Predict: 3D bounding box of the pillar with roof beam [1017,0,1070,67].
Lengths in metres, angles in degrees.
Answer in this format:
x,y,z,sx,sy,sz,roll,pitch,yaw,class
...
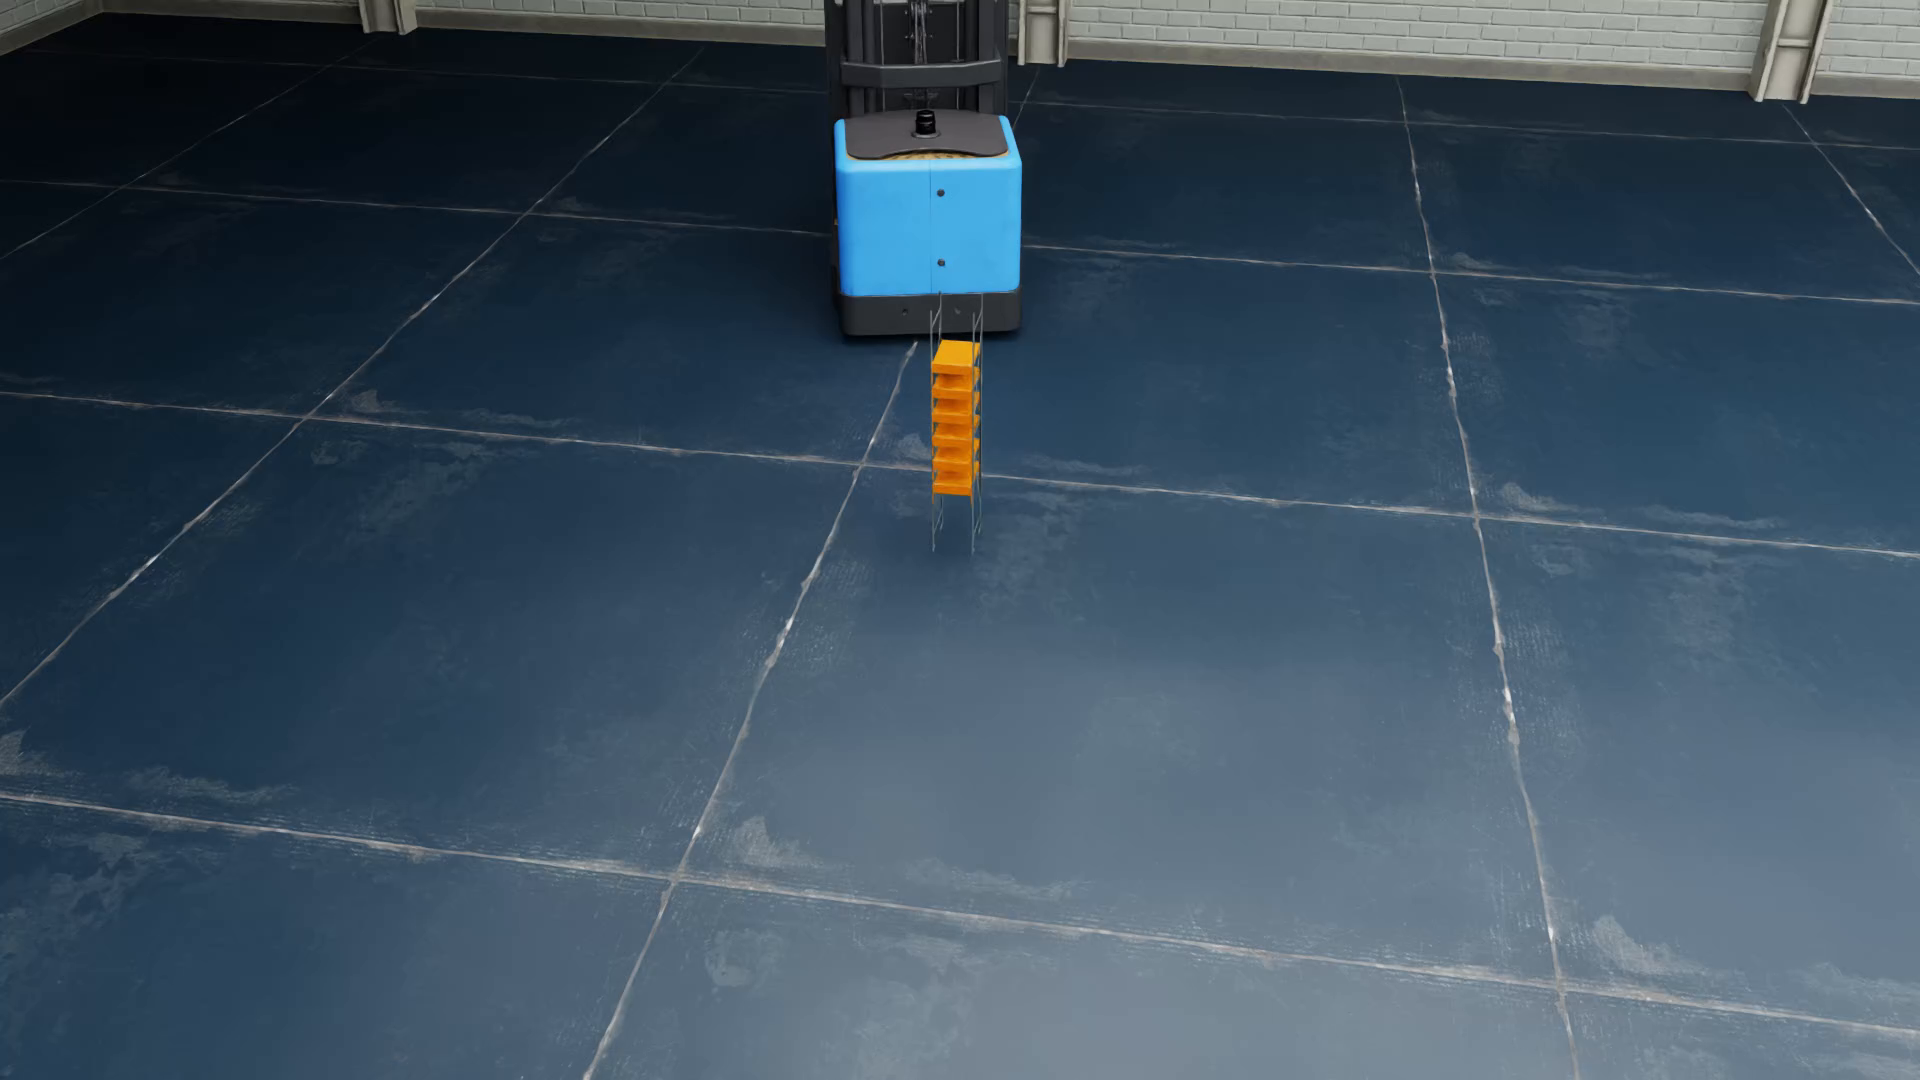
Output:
x,y,z,sx,sy,sz,roll,pitch,yaw,class
-0.010,-5.697,8.370,0.400,9.000,9.100,5,32,8,pillar with roof beam

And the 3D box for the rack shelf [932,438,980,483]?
x,y,z,sx,sy,sz,roll,pitch,yaw,class
-0.014,-0.370,7.521,0.180,0.103,0.258,5,32,8,rack shelf

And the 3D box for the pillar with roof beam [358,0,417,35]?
x,y,z,sx,sy,sz,roll,pitch,yaw,class
-5.925,-6.232,9.226,0.400,9.000,9.100,5,32,8,pillar with roof beam

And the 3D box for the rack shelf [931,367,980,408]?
x,y,z,sx,sy,sz,roll,pitch,yaw,class
-0.014,-0.676,7.330,0.180,0.103,0.258,5,32,8,rack shelf

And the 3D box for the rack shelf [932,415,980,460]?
x,y,z,sx,sy,sz,roll,pitch,yaw,class
-0.014,-0.472,7.457,0.180,0.103,0.258,5,32,8,rack shelf

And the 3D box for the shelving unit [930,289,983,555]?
x,y,z,sx,sy,sz,roll,pitch,yaw,class
-0.014,-0.510,7.434,0.189,1.200,0.258,5,32,8,shelving unit

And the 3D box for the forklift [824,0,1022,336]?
x,y,z,sx,sy,sz,roll,pitch,yaw,class
-0.276,-3.163,10.041,1.130,2.935,3.031,-2,32,-4,forklift

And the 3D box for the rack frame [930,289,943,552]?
x,y,z,sx,sy,sz,roll,pitch,yaw,class
-0.104,-0.518,7.447,0.006,1.200,0.240,5,32,8,rack frame

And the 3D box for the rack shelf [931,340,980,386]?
x,y,z,sx,sy,sz,roll,pitch,yaw,class
-0.014,-0.777,7.266,0.180,0.103,0.258,5,32,8,rack shelf

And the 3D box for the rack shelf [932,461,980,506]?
x,y,z,sx,sy,sz,roll,pitch,yaw,class
-0.014,-0.269,7.585,0.180,0.103,0.258,5,32,8,rack shelf

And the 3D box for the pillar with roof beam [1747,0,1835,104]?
x,y,z,sx,sy,sz,roll,pitch,yaw,class
5.904,-5.161,7.514,0.400,9.000,9.100,5,32,8,pillar with roof beam

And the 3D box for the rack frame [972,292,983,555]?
x,y,z,sx,sy,sz,roll,pitch,yaw,class
0.076,-0.502,7.421,0.006,1.200,0.240,5,32,8,rack frame

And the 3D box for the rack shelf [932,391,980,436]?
x,y,z,sx,sy,sz,roll,pitch,yaw,class
-0.014,-0.574,7.394,0.180,0.103,0.258,5,32,8,rack shelf
